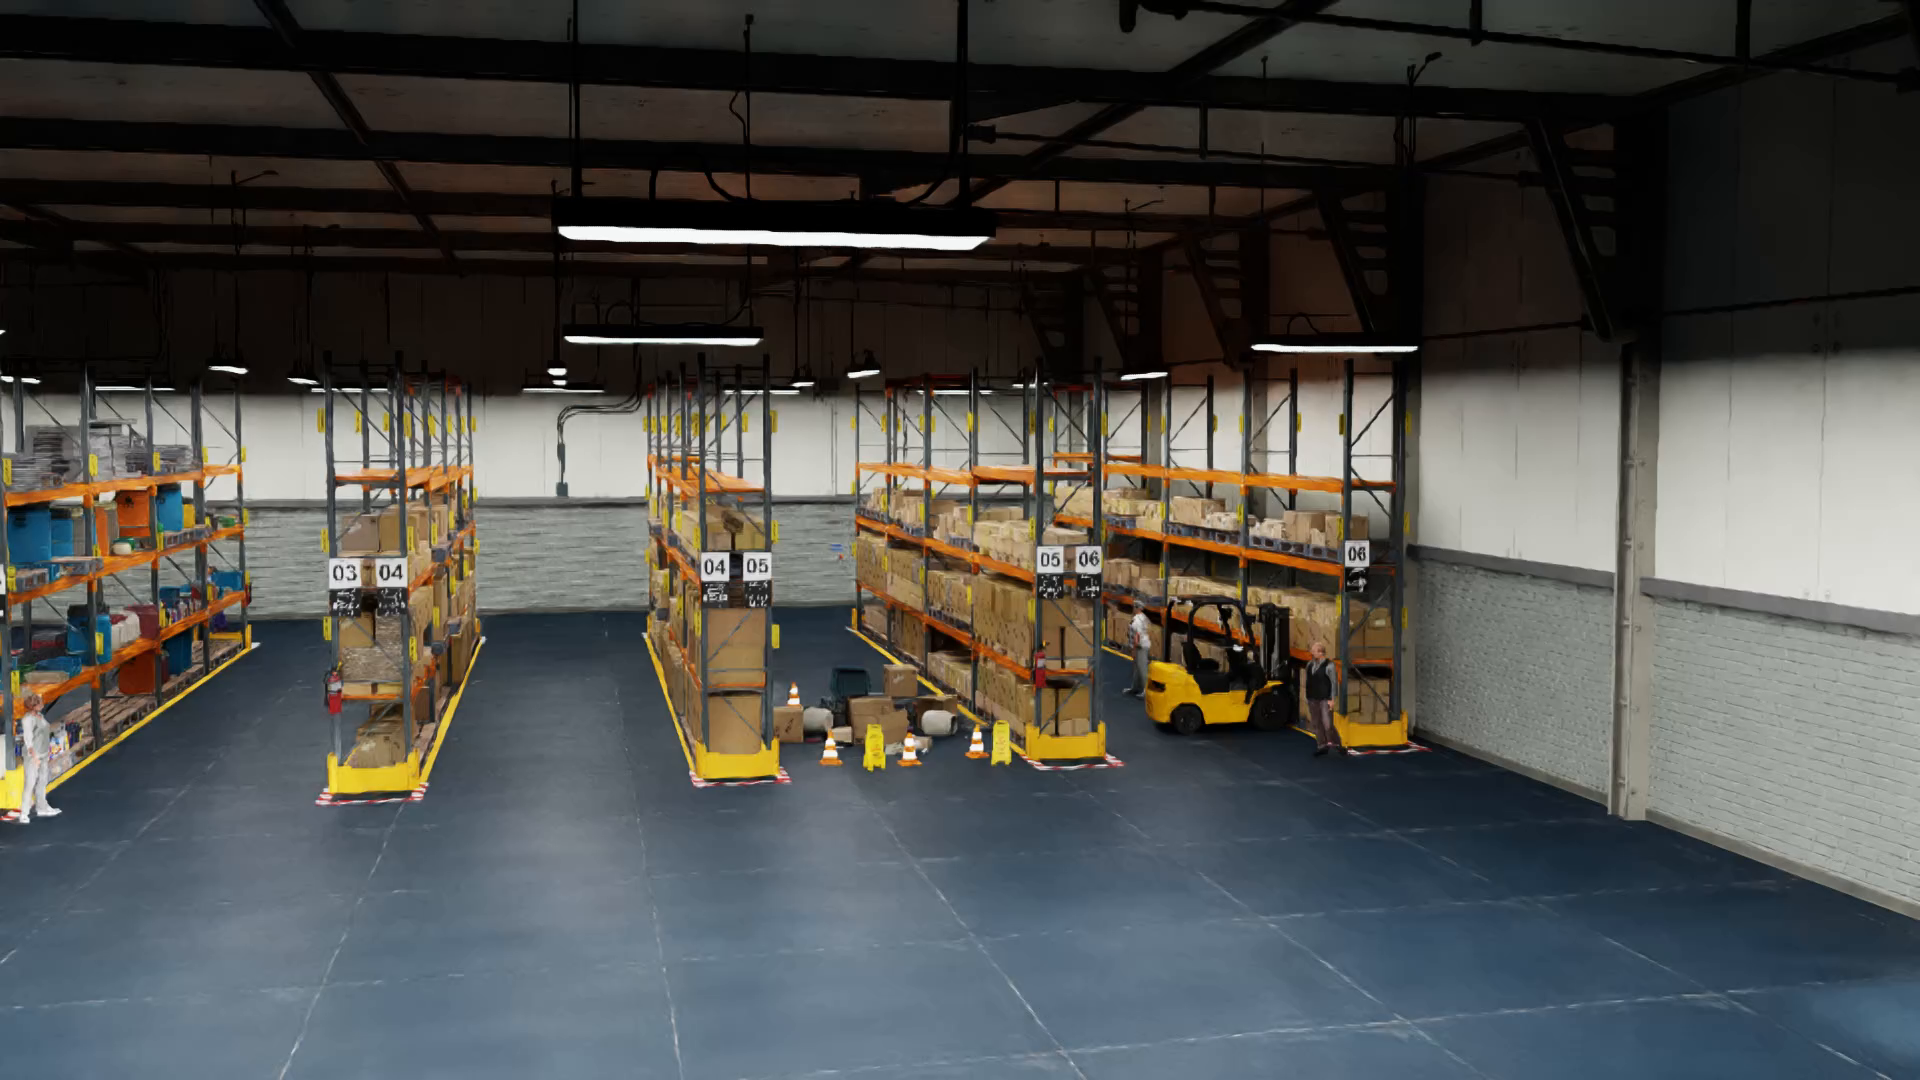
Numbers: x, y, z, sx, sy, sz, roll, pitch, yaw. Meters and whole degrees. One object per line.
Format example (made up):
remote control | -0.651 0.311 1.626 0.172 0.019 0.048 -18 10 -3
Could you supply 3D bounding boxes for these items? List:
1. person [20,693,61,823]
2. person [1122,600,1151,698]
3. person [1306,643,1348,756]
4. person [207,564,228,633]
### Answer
person | -11.669 2.729 20.989 0.344 1.600 0.578 0 4 -3
person | 3.255 1.989 30.561 0.584 1.747 0.653 1 4 14
person | 5.483 2.398 24.966 0.471 1.712 0.690 -4 5 -42
person | -17.950 1.405 40.151 0.595 1.672 0.528 3 5 40
